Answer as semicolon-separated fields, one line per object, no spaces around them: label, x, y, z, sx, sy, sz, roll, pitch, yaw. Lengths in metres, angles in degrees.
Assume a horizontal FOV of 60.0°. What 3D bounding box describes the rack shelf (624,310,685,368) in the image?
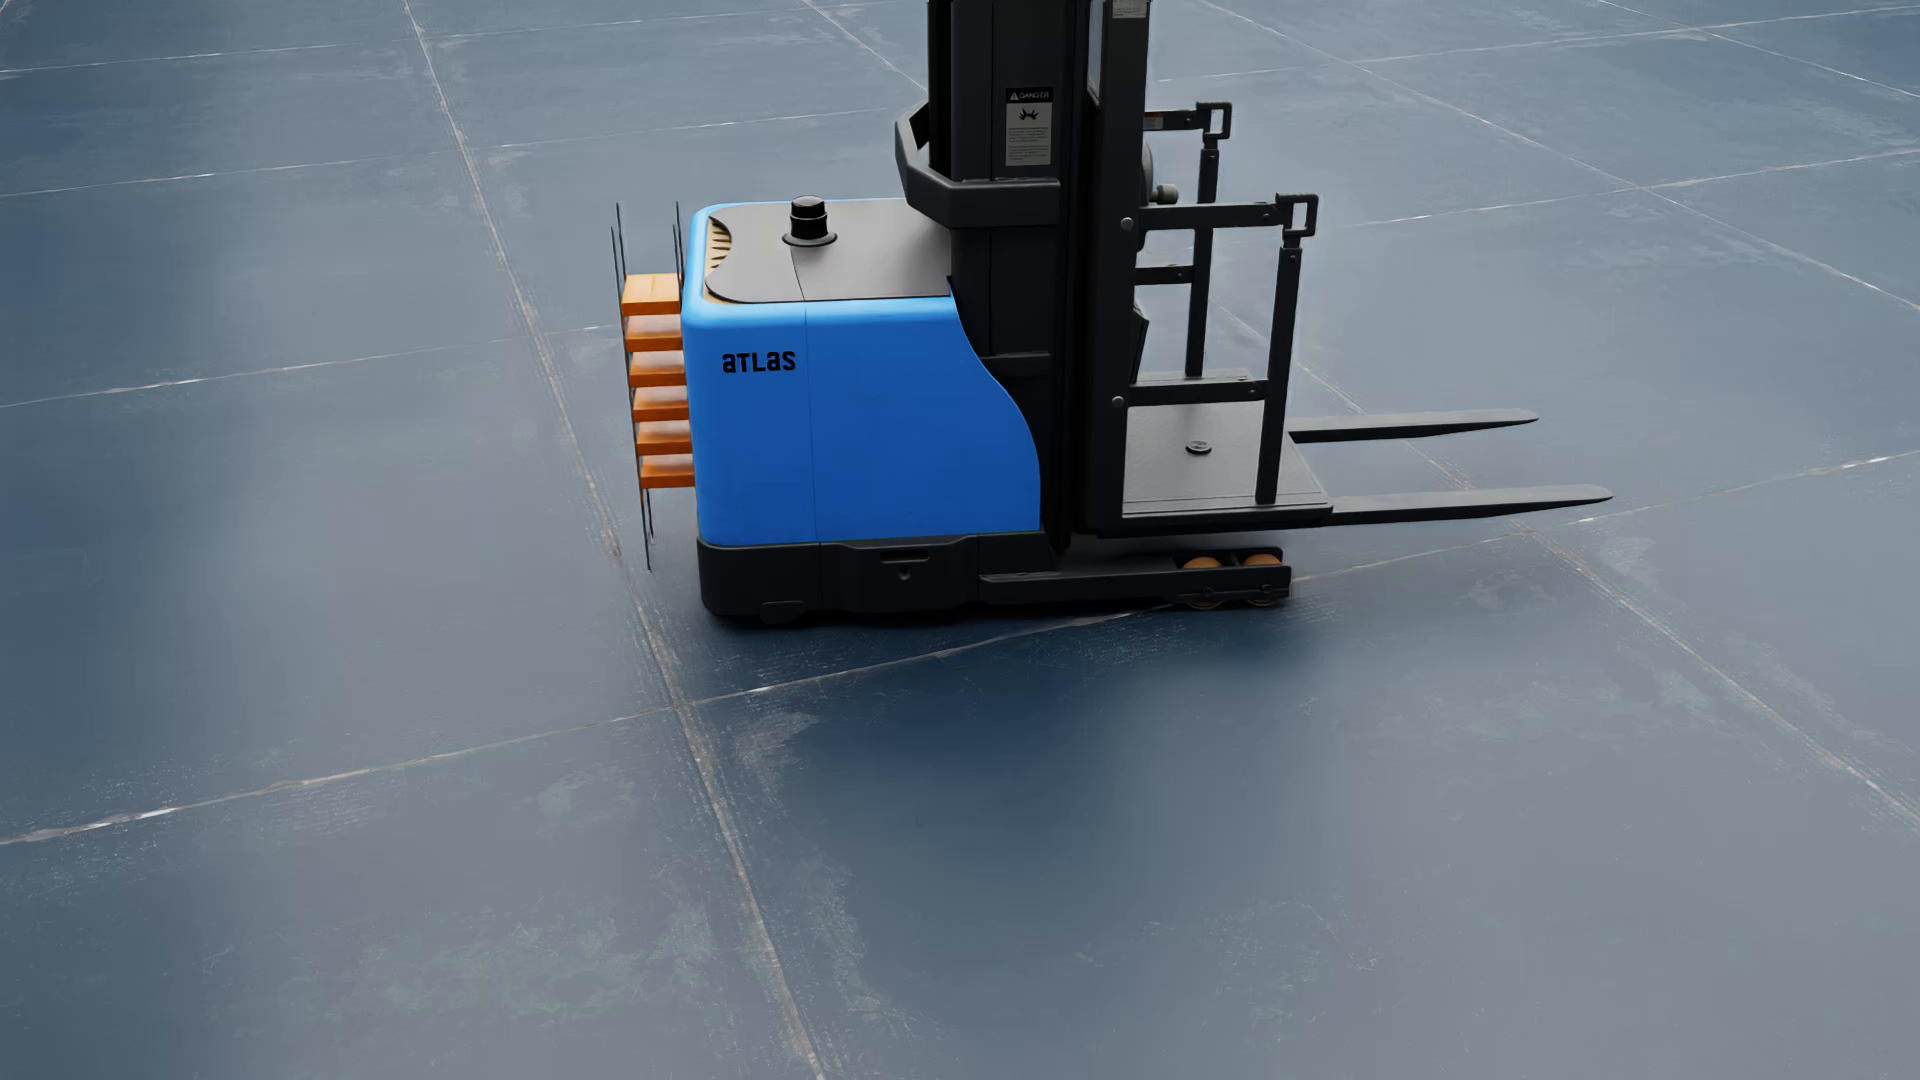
rack shelf;-0.961;-0.646;5.276;0.180;0.103;0.258;-3;30;-5

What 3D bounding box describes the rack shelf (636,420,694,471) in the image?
rack shelf;-0.961;-0.333;5.454;0.180;0.103;0.258;-3;30;-5

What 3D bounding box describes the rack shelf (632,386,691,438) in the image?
rack shelf;-0.961;-0.437;5.395;0.180;0.103;0.258;-3;30;-5

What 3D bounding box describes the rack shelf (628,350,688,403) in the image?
rack shelf;-0.961;-0.541;5.335;0.180;0.103;0.258;-3;30;-5

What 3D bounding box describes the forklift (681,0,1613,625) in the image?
forklift;0.643;-1.308;5.085;3.031;2.935;1.130;-3;30;-5

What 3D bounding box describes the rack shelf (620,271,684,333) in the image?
rack shelf;-0.961;-0.750;5.217;0.180;0.103;0.258;-3;30;-5

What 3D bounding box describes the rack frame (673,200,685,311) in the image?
rack frame;-0.870;-0.481;5.381;0.006;1.200;0.240;-3;30;-5

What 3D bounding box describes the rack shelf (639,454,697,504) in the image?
rack shelf;-0.961;-0.229;5.514;0.180;0.103;0.258;-3;30;-5

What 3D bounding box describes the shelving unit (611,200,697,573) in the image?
shelving unit;-0.961;-0.476;5.373;0.189;1.200;0.258;-3;30;-5

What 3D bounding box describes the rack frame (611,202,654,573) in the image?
rack frame;-1.052;-0.471;5.364;0.006;1.200;0.240;-3;30;-5
